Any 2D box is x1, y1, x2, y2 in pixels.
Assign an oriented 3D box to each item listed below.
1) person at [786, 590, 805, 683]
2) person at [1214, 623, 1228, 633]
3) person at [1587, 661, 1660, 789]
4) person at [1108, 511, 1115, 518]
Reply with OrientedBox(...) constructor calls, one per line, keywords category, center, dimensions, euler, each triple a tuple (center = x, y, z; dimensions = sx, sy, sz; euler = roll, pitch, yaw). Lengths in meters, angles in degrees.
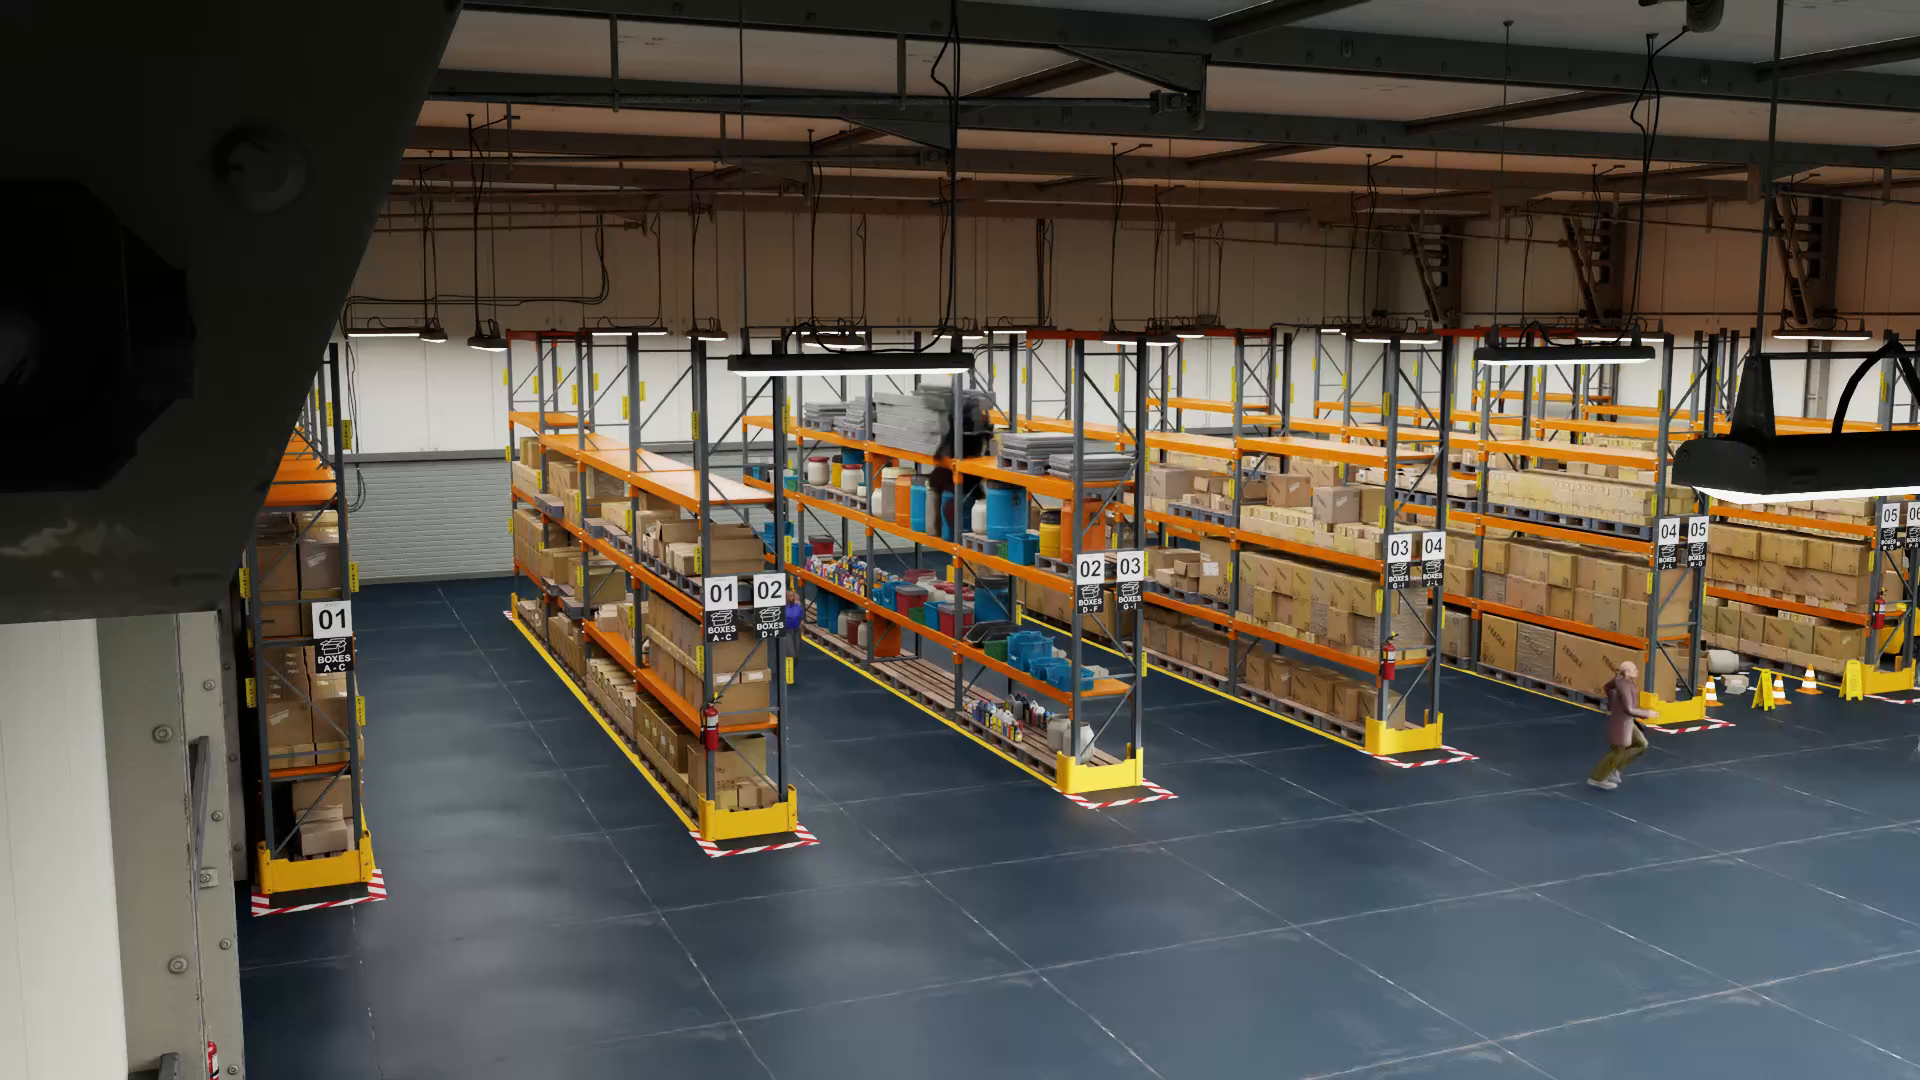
OrientedBox(category="person", center=(-2.883, 1.663, 28.478), dimensions=(0.561, 1.618, 0.570), euler=(-5, 9, -33))
OrientedBox(category="person", center=(5.148, 1.182, 32.055), dimensions=(0.621, 1.675, 0.671), euler=(-3, 8, -24))
OrientedBox(category="person", center=(8.851, 2.456, 22.153), dimensions=(0.848, 1.735, 0.732), euler=(3, 8, 23))
OrientedBox(category="person", center=(3.769, -0.068, 41.075), dimensions=(0.587, 1.659, 0.677), euler=(7, 11, 43))
